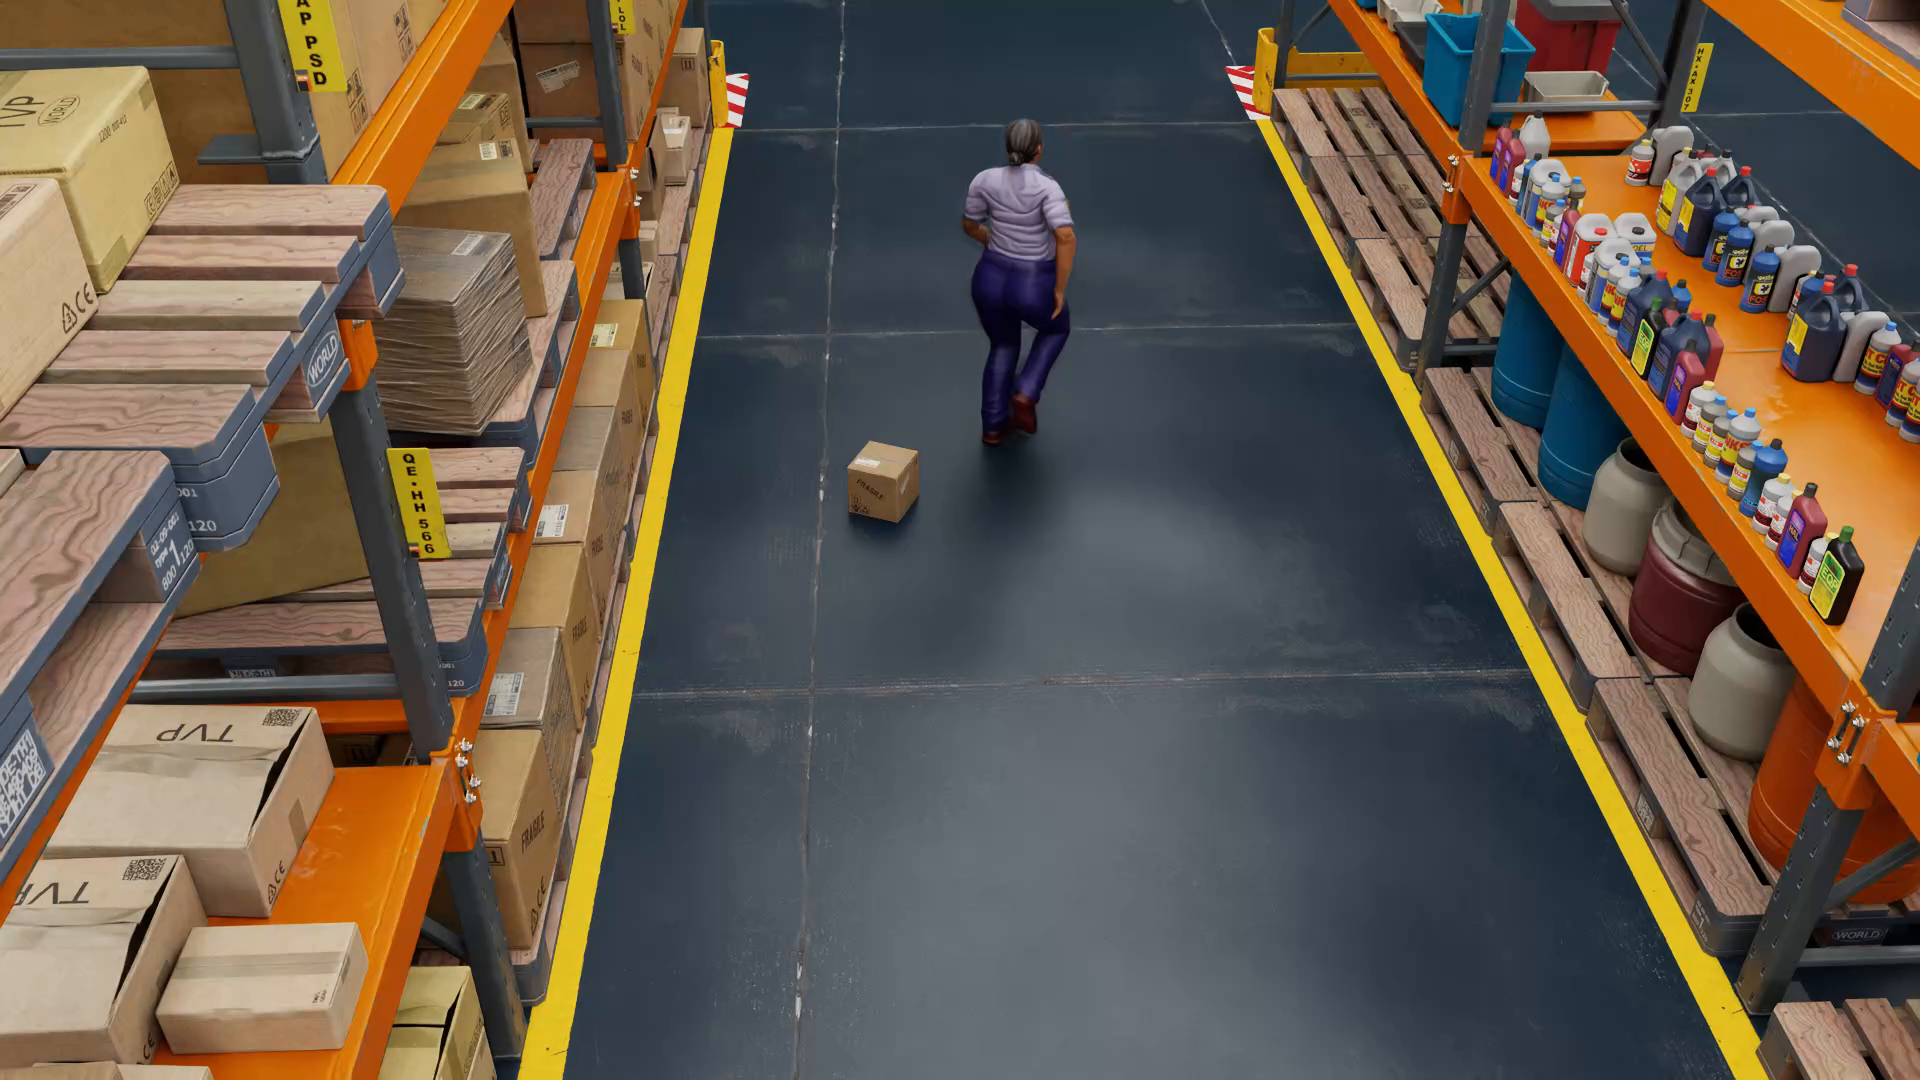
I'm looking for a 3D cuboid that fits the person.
[{"bbox_3d":[0.310,-1.244,7.949,0.628,1.585,0.586,14,38,19],"label":"person"}]
